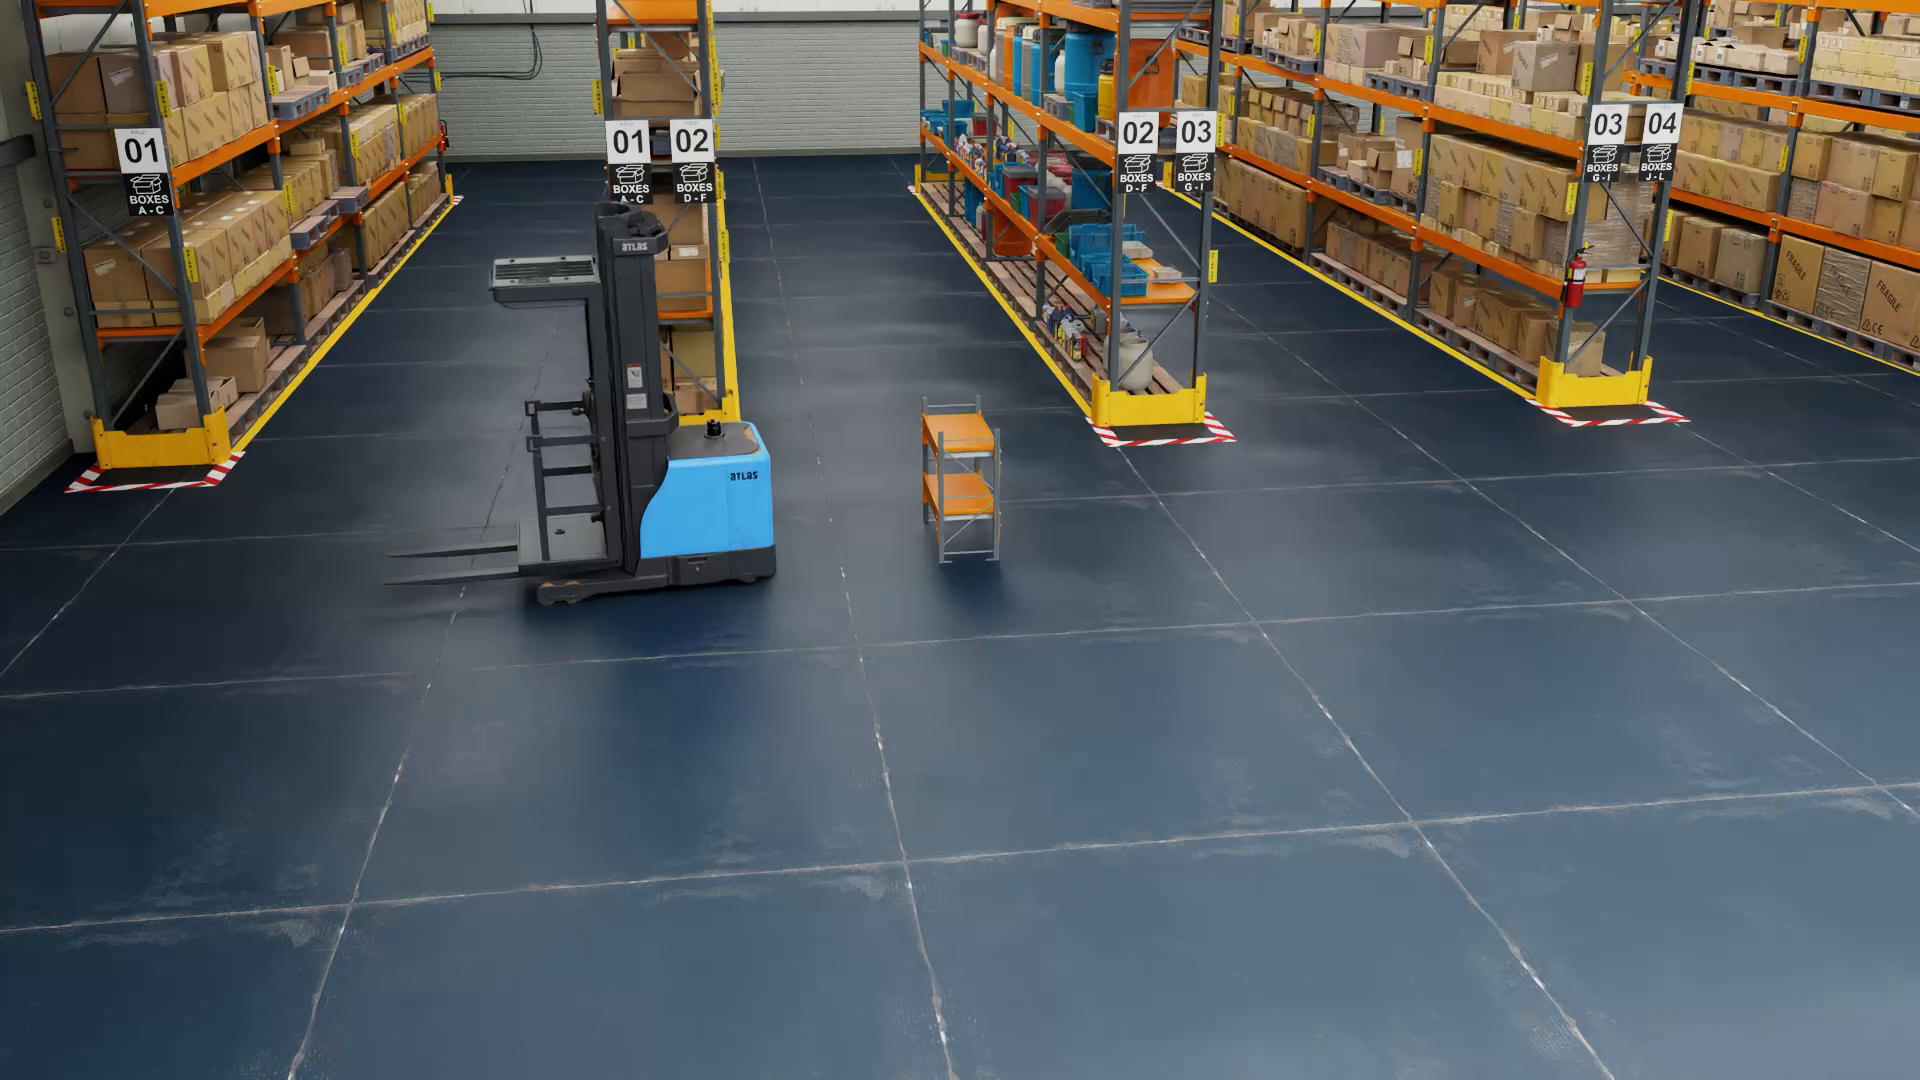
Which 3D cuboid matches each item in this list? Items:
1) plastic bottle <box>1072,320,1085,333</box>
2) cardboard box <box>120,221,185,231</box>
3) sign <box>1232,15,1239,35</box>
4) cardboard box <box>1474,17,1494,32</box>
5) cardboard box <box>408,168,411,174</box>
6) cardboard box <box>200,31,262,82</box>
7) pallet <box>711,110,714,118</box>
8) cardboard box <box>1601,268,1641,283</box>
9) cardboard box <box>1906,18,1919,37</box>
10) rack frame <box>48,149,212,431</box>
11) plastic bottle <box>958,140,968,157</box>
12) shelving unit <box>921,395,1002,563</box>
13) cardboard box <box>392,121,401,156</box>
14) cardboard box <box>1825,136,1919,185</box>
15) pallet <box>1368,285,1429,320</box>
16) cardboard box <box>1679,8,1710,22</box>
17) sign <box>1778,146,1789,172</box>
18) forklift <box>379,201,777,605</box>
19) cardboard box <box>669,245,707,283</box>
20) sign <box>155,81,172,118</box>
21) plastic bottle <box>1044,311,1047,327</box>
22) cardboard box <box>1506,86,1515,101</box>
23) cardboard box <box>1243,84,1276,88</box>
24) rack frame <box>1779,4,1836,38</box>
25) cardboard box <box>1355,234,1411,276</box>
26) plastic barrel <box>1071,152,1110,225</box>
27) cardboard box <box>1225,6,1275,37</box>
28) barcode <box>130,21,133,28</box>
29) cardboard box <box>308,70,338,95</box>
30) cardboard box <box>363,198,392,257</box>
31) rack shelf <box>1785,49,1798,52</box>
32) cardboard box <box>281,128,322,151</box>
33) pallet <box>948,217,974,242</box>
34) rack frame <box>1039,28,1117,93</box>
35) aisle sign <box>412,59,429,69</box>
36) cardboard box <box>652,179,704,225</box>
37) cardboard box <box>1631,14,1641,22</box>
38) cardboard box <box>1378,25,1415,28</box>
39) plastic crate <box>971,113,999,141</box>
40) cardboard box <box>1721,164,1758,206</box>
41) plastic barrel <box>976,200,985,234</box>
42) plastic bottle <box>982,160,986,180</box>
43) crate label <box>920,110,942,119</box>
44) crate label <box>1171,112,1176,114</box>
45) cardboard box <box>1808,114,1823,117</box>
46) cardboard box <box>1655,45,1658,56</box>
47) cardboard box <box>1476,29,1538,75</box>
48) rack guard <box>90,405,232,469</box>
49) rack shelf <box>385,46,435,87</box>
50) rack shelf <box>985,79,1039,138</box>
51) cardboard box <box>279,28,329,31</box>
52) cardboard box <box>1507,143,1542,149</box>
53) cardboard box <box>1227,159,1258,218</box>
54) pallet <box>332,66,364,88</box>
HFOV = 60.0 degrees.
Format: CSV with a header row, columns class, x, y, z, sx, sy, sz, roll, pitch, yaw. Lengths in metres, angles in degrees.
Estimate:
class,x,y,z,sx,sy,sz,roll,pitch,yaw
plastic bottle,1.403,-2.468,19.800,0.152,0.276,0.135,-3,21,-8
cardboard box,-8.181,-2.946,16.931,0.500,0.500,0.500,-3,21,-9
sign,4.665,-8.710,28.110,0.100,0.325,0.005,-3,21,-8
cardboard box,9.675,-9.346,30.166,0.500,0.250,0.500,-2,21,-6
cardboard box,-9.974,-6.553,29.519,0.380,0.149,0.250,-3,21,-7
cardboard box,-7.997,-5.305,18.244,0.500,0.500,0.500,-5,21,-12
pallet,-3.115,-4.434,17.640,1.003,0.211,1.213,-3,21,-8
cardboard box,7.138,-2.892,18.032,0.380,0.149,0.250,-3,21,-8
cardboard box,15.393,-7.942,26.159,0.797,0.503,0.637,-4,21,-11
rack frame,-7.761,-2.150,15.685,1.000,3.000,0.127,-3,21,-8
plastic bottle,0.055,-6.440,27.349,0.152,0.276,0.135,-3,21,-8
shelving unit,-0.001,-0.529,14.026,0.538,1.125,1.048,-3,21,-8
cardboard box,-9.175,-6.353,26.342,0.500,0.500,0.500,-3,21,-9
cardboard box,11.503,-4.761,20.920,0.875,0.550,0.550,-3,21,-8
pallet,6.253,-3.247,22.609,1.003,0.211,1.213,-3,21,-8
cardboard box,14.598,-10.366,32.867,0.500,0.250,0.500,-5,21,-13
sign,10.754,-4.974,21.705,0.100,0.325,0.005,-3,21,-8
forklift,-3.046,-1.073,12.901,3.031,2.935,1.130,-5,21,-13
cardboard box,-2.995,-2.792,17.260,0.700,0.500,0.500,-2,21,-6
sign,-7.224,-3.992,15.081,0.100,0.325,0.005,-3,21,-8
plastic bottle,1.093,-2.762,20.695,0.097,0.201,0.097,0,20,0
cardboard box,6.421,-5.049,18.806,0.380,0.149,0.250,-4,21,-11
cardboard box,5.334,-7.824,29.595,0.500,0.500,0.500,-3,21,-8
rack frame,15.020,-10.364,29.104,1.000,3.000,0.127,-3,21,-8
cardboard box,6.088,-4.086,23.813,0.700,0.500,0.500,-1,21,-3
plastic barrel,1.710,-4.418,21.042,0.600,0.901,0.708,-3,21,-8
cardboard box,5.042,-9.018,28.900,0.700,0.500,0.500,-4,21,-11
barcode,-8.563,-5.327,17.189,0.001,0.075,0.075,-3,21,-8
cardboard box,-8.543,-6.057,21.957,0.500,0.311,0.500,-3,21,-8
cardboard box,-9.011,-4.674,24.916,0.750,0.750,0.750,-3,21,-8
rack shelf,15.309,-7.930,27.901,1.077,0.370,4.000,-3,21,-8
cardboard box,-9.236,-5.610,23.282,0.500,0.250,0.500,-2,21,-6
pallet,0.383,-5.229,27.914,1.003,0.211,1.213,-3,21,-8
rack frame,1.466,-6.845,19.681,1.000,3.000,0.127,-3,21,-8
aisle sign,-9.781,-8.947,30.169,0.394,0.787,0.004,-3,21,-8
cardboard box,-3.003,-3.418,17.083,0.700,0.500,0.500,-3,21,-9
cardboard box,10.777,-8.114,26.129,0.396,0.266,0.258,-3,21,-8
cardboard box,6.191,-7.026,23.596,0.500,0.500,0.500,-3,21,-8
plastic crate,0.432,-7.184,28.987,0.402,0.464,0.583,-3,21,-8
cardboard box,10.877,-4.888,22.874,0.500,0.500,0.500,-3,21,-8
plastic barrel,0.469,-5.201,26.810,0.421,0.512,0.421,0,20,0
plastic bottle,0.375,-5.563,24.991,0.061,0.283,0.133,-3,21,-8
crate label,-0.554,-8.037,31.600,0.416,0.233,0.303,-3,21,-8
crate label,2.099,-4.650,18.304,0.502,0.251,0.408,-3,21,-8
cardboard box,14.970,-7.554,28.582,0.500,0.500,0.500,-3,21,-9
cardboard box,10.603,-7.292,24.781,0.380,0.149,0.250,-4,21,-10
cardboard box,6.684,-5.967,20.335,0.500,0.500,0.500,-4,21,-9
rack guard,-7.772,-1.005,16.193,1.175,0.500,0.348,-3,21,-8
rack shelf,-9.779,-8.065,28.264,1.077,0.370,4.000,-3,21,-8
rack shelf,1.177,-5.795,22.186,1.077,0.370,4.000,-3,21,-8
cardboard box,-9.170,-6.924,23.408,0.700,0.500,0.500,-4,21,-11
cardboard box,6.849,-4.451,19.848,0.500,0.500,0.500,-3,21,-8
cardboard box,5.326,-6.035,28.523,1.225,0.875,0.875,-3,21,-8
pallet,-9.060,-6.457,23.199,1.213,0.211,1.003,-2,21,-5
